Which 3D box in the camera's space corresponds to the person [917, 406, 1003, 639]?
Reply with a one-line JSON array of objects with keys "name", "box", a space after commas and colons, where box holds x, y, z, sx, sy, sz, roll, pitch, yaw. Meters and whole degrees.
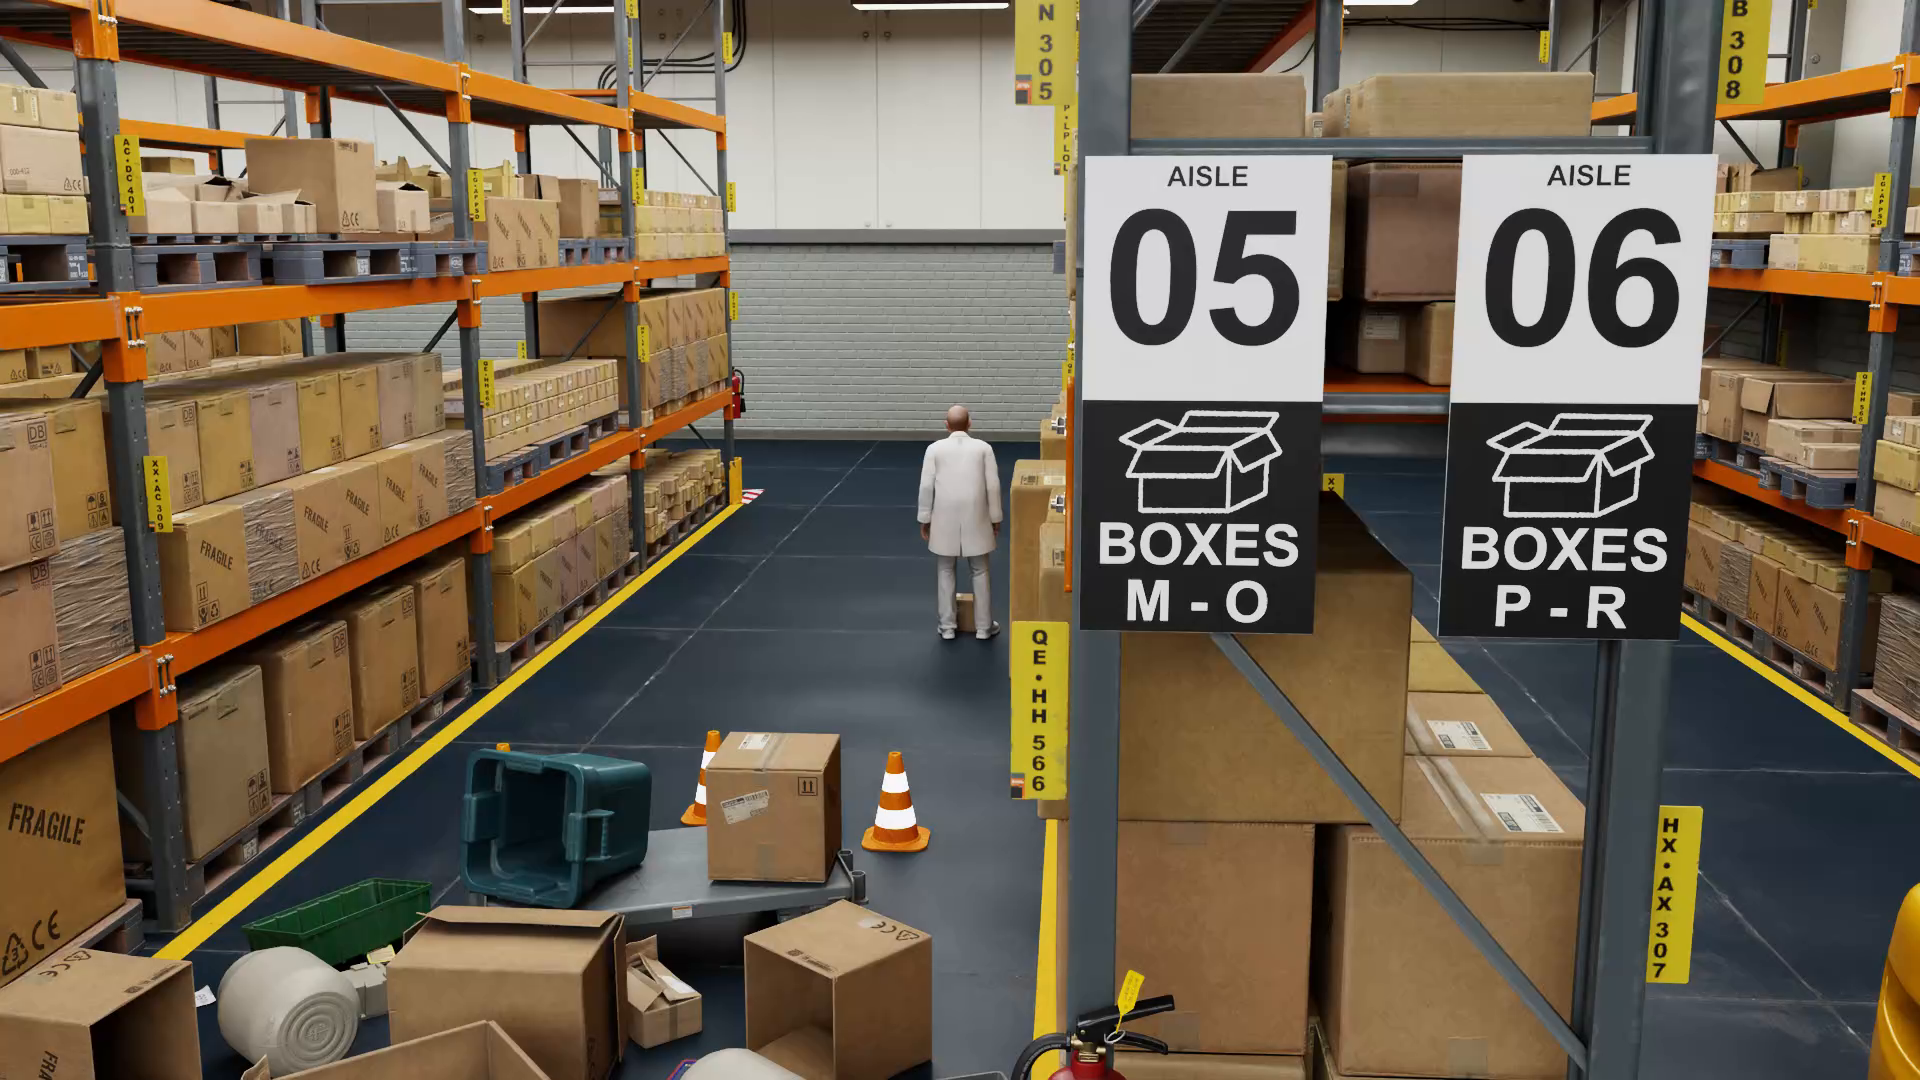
[{"name": "person", "box": [0.002, -0.136, 12.691, 0.655, 1.775, 0.419, 0, 11, 1]}]
